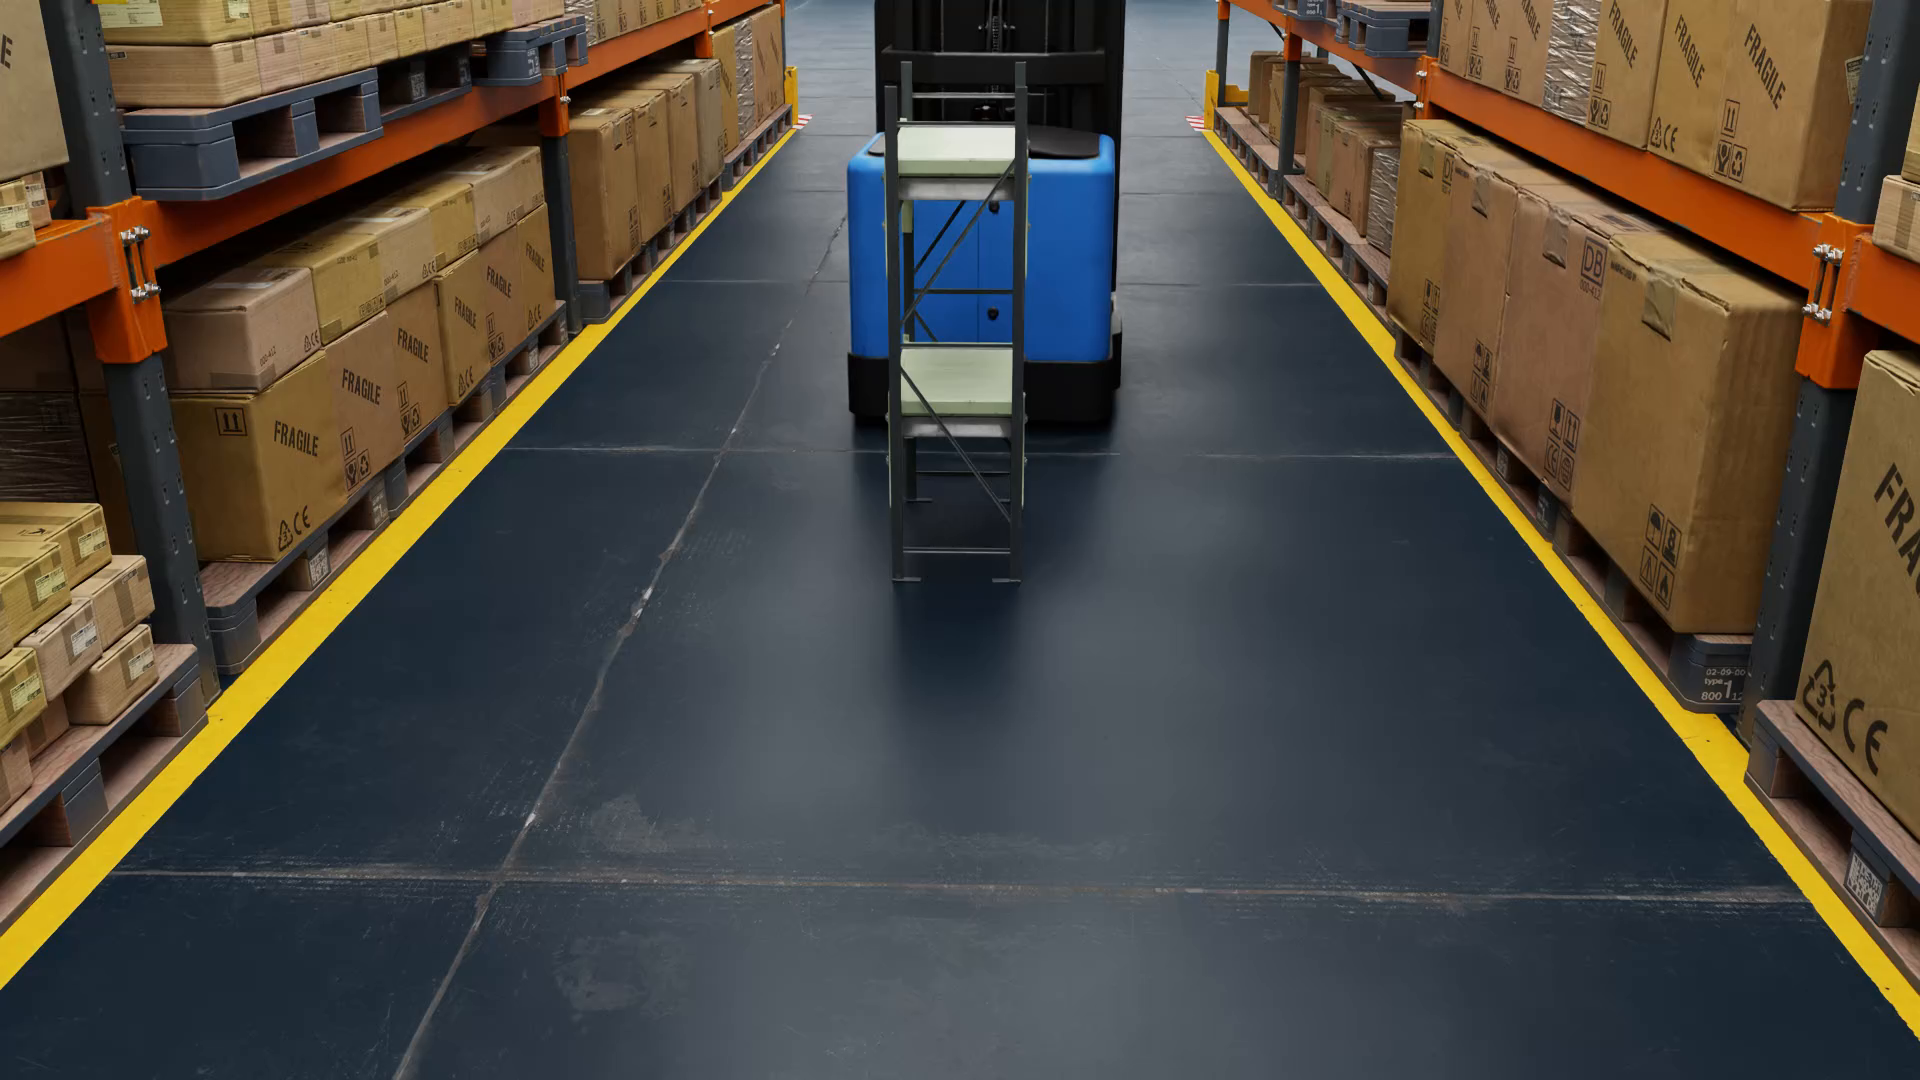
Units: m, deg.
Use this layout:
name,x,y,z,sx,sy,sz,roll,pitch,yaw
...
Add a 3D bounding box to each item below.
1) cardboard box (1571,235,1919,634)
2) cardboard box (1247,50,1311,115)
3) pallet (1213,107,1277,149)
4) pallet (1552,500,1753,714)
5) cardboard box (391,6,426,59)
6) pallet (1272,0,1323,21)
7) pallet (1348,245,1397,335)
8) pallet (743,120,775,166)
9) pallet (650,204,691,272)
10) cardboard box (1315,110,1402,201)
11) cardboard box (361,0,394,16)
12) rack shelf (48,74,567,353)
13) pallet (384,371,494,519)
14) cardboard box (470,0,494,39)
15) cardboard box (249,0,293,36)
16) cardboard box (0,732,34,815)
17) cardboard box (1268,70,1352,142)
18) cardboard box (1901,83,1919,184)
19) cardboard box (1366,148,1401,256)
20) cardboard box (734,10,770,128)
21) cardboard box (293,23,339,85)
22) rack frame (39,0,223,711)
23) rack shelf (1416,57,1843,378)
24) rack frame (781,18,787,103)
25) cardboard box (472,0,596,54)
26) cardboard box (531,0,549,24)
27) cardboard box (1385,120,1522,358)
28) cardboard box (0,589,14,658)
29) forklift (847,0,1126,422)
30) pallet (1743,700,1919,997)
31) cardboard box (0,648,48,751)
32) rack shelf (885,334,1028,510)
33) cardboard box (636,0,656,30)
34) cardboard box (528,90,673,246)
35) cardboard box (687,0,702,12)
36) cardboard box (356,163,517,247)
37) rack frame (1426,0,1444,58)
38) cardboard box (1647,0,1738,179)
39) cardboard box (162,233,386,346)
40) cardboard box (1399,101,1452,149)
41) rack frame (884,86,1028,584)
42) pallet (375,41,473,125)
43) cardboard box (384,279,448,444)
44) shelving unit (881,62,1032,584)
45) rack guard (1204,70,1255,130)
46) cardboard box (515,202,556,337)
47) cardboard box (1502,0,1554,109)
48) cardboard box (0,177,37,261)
name,x,y,z,sx,sy,sz,roll,pitch,yaw
cardboard box,2.475,-0.312,4.542,1.225,0.875,0.875,1,21,2
cardboard box,2.805,-4.018,14.613,0.500,0.500,0.500,5,22,12
pallet,2.778,-3.593,14.496,1.003,0.211,1.213,1,21,2
pallet,2.424,0.146,4.862,1.003,0.211,1.213,1,21,2
cardboard box,-1.973,-1.654,5.412,0.380,0.149,0.250,0,21,1
pallet,2.550,-3.403,10.418,1.003,0.211,1.213,1,21,2
pallet,2.623,-1.303,8.596,1.003,0.211,1.213,1,21,2
pallet,-2.100,-3.275,13.677,1.003,0.211,1.213,1,21,2
pallet,-2.218,-1.836,9.970,1.003,0.211,1.213,1,21,2
cardboard box,2.646,-2.413,10.448,0.700,0.500,0.500,1,21,1
cardboard box,-1.980,-1.699,5.117,0.380,0.149,0.250,1,21,4
rack shelf,-2.418,-1.354,5.865,1.077,0.370,4.000,1,21,2
pallet,-2.422,-0.390,6.241,1.003,0.211,1.213,1,21,2
cardboard box,-1.947,-1.937,6.141,0.380,0.149,0.250,0,21,-1
cardboard box,-2.001,-1.414,4.383,0.380,0.149,0.250,0,21,1
cardboard box,-2.185,0.502,3.448,0.380,0.149,0.250,0,21,0
cardboard box,2.722,-3.374,12.954,0.500,0.500,0.500,-1,21,-3
cardboard box,2.200,-0.776,3.179,0.500,0.250,0.500,0,21,1
cardboard box,2.602,-1.804,8.879,0.700,0.500,0.500,-1,21,-3
cardboard box,-2.093,-3.946,13.908,0.875,0.875,0.875,0,21,1
cardboard box,-1.993,-1.372,4.686,0.380,0.149,0.250,1,21,2
rack frame,-2.479,-0.966,3.871,1.000,3.000,0.127,1,21,2
rack shelf,2.537,-1.262,5.630,1.077,0.370,4.000,1,21,2
rack frame,-2.114,-5.305,15.053,1.000,3.000,0.127,1,21,2
cardboard box,-2.074,-2.618,7.991,0.500,0.500,0.500,1,21,2
cardboard box,-1.922,-2.218,6.864,0.380,0.149,0.250,1,21,1
cardboard box,2.556,-1.277,7.030,1.225,0.875,0.875,0,21,-1
cardboard box,-2.198,0.205,3.393,0.380,0.149,0.250,0,21,1
forklift,0.193,-2.321,7.460,1.130,2.935,3.031,2,21,4
pallet,2.374,0.699,3.435,1.003,0.211,1.213,1,21,2
cardboard box,-2.157,0.341,3.452,0.380,0.149,0.250,0,21,0
rack shelf,0.000,-0.398,5.382,0.431,0.370,0.720,1,21,2
cardboard box,-2.028,-3.164,9.399,0.500,0.500,0.500,0,21,1
cardboard box,-2.225,-2.094,9.309,1.050,0.750,0.750,1,21,2
cardboard box,-1.984,-3.713,10.814,0.500,0.500,0.500,1,21,1
cardboard box,-2.120,-1.359,6.724,0.500,0.250,0.500,1,21,2
rack frame,2.597,-2.321,7.364,1.000,3.000,0.127,1,21,2
cardboard box,2.239,-1.272,4.523,0.500,0.500,0.500,1,21,3
cardboard box,-2.179,-0.803,5.289,0.500,0.250,0.500,1,21,3
cardboard box,2.594,-2.145,8.721,0.500,0.250,0.500,3,21,8
rack frame,-0.011,-0.569,4.923,0.400,1.500,0.023,1,21,2
pallet,-2.376,-1.606,5.788,1.003,0.211,1.213,1,21,2
cardboard box,-2.174,-0.641,5.910,0.500,0.500,0.500,1,21,3
shelving unit,0.000,-0.702,5.264,0.431,1.500,0.755,1,21,2
rack guard,2.839,-4.021,15.200,1.175,0.500,0.348,1,21,2
cardboard box,-2.116,-1.202,7.354,0.500,0.500,0.500,1,21,1
cardboard box,2.285,-1.823,5.942,0.500,0.500,0.500,0,21,1
cardboard box,-2.152,-0.648,3.401,0.380,0.149,0.250,0,21,0
